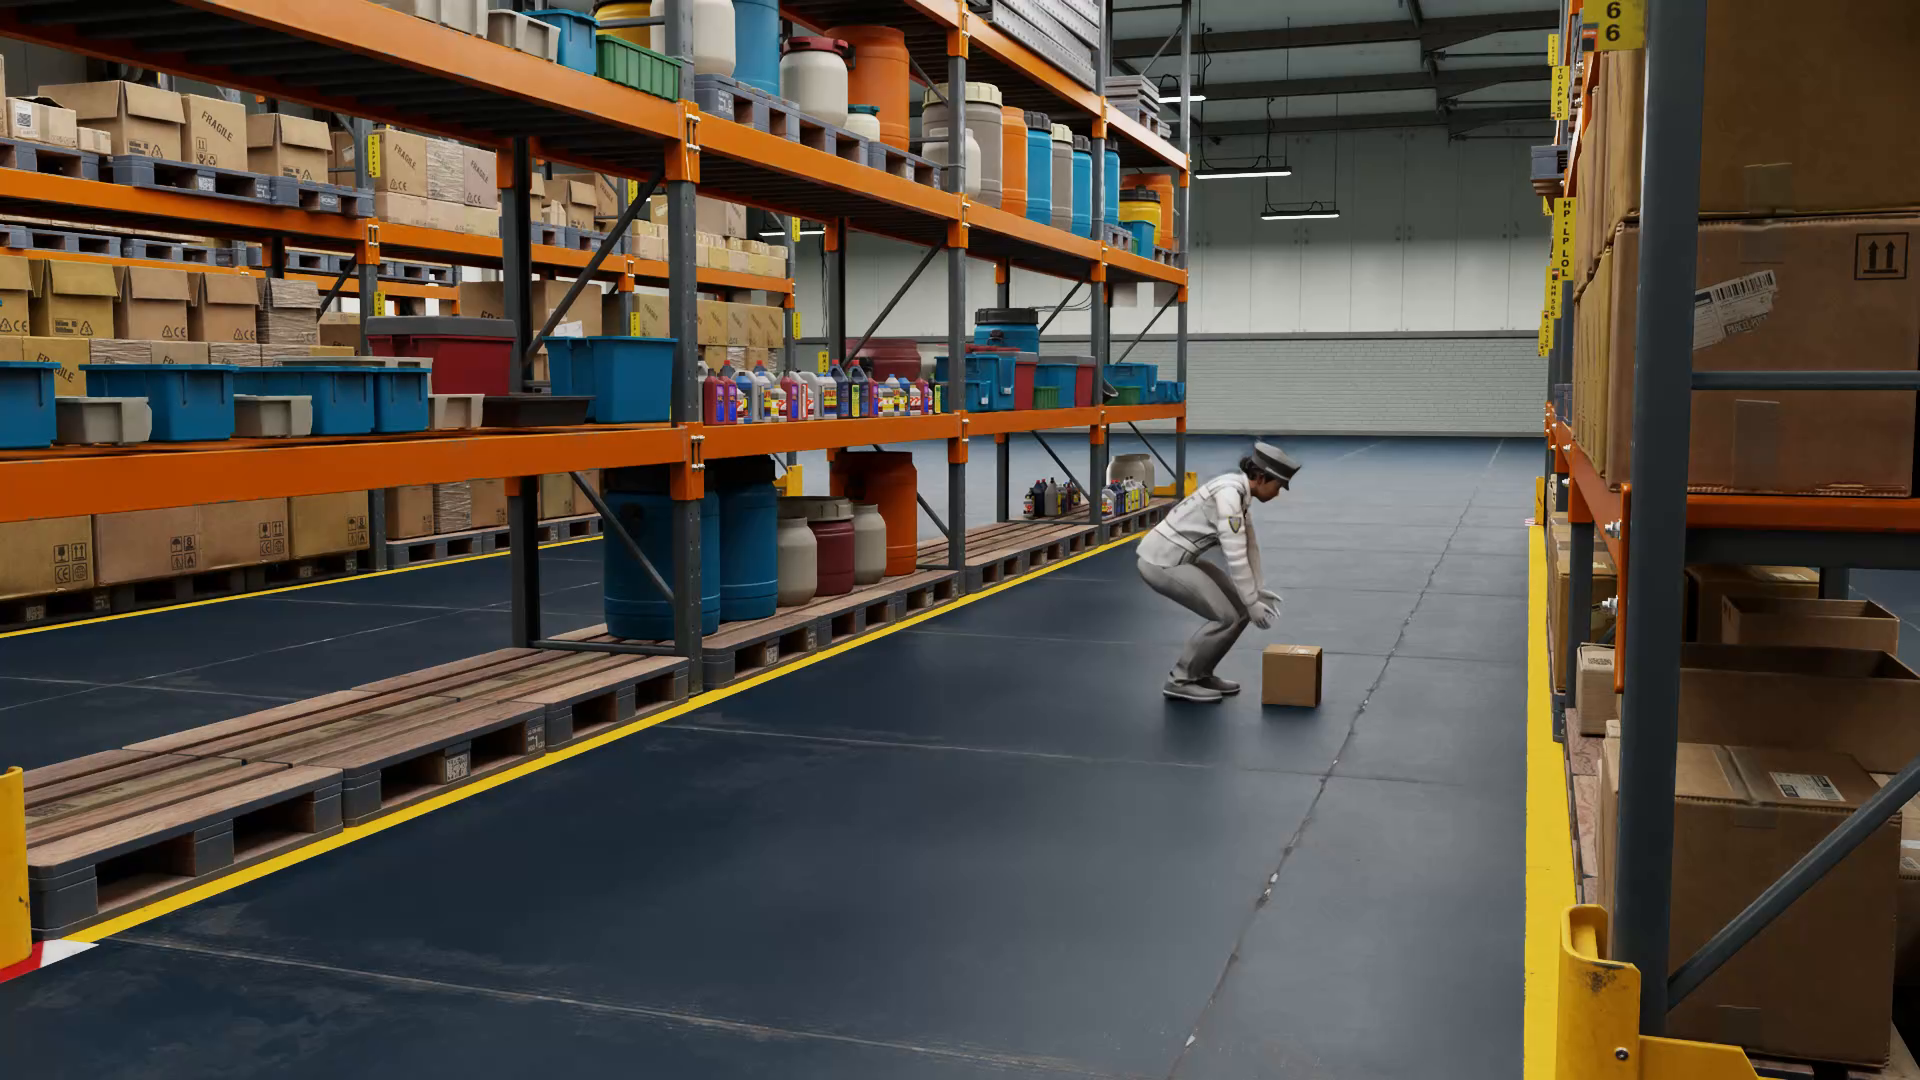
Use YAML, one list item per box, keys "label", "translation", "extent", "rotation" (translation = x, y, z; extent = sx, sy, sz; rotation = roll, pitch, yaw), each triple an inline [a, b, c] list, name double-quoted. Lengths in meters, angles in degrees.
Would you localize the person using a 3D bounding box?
- label: "person"
  translation: [1.251, 0.145, 8.039]
  extent: [0.776, 1.235, 0.529]
  rotation: [2, 6, 19]
